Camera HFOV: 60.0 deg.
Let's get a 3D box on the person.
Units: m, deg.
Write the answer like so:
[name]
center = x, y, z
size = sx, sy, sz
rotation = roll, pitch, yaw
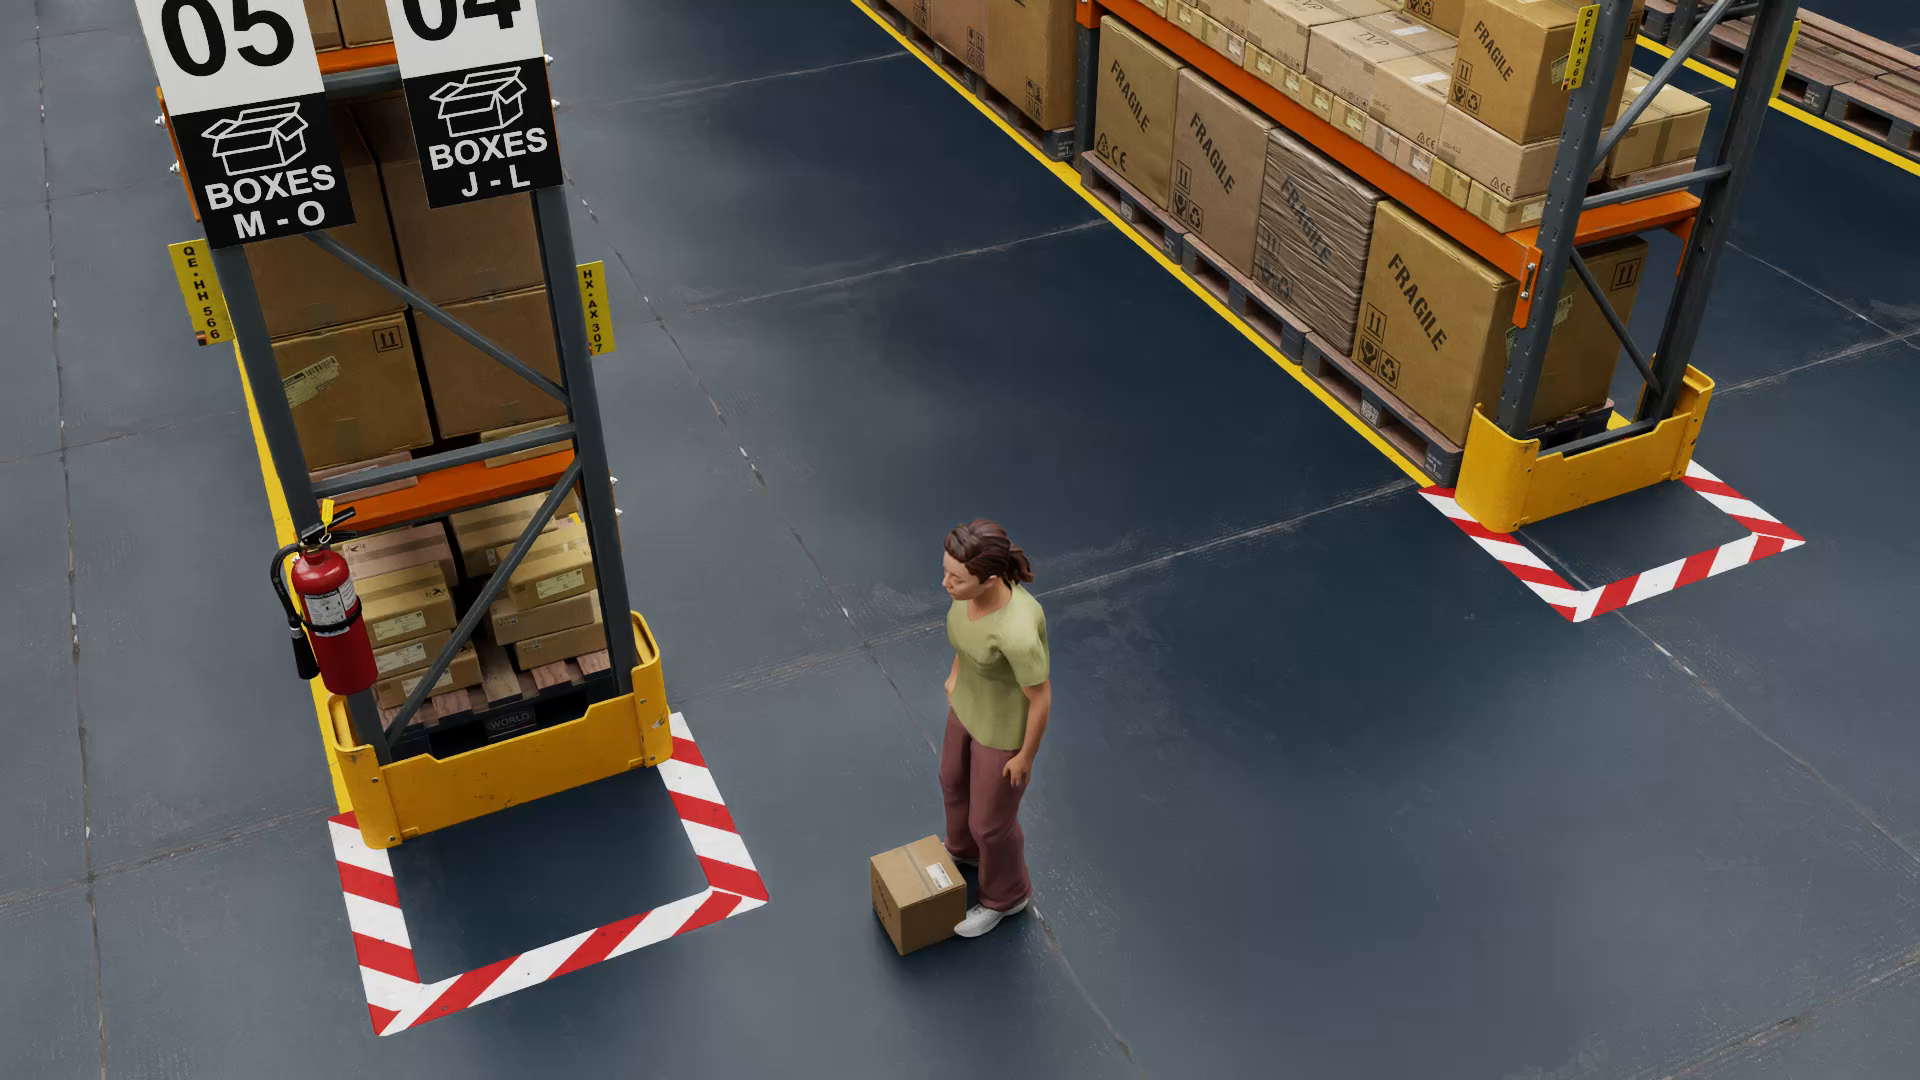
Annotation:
[person]
center = 0.083, 0.590, 5.381
size = 0.361, 1.671, 0.510
rotation = -18, 41, -22
